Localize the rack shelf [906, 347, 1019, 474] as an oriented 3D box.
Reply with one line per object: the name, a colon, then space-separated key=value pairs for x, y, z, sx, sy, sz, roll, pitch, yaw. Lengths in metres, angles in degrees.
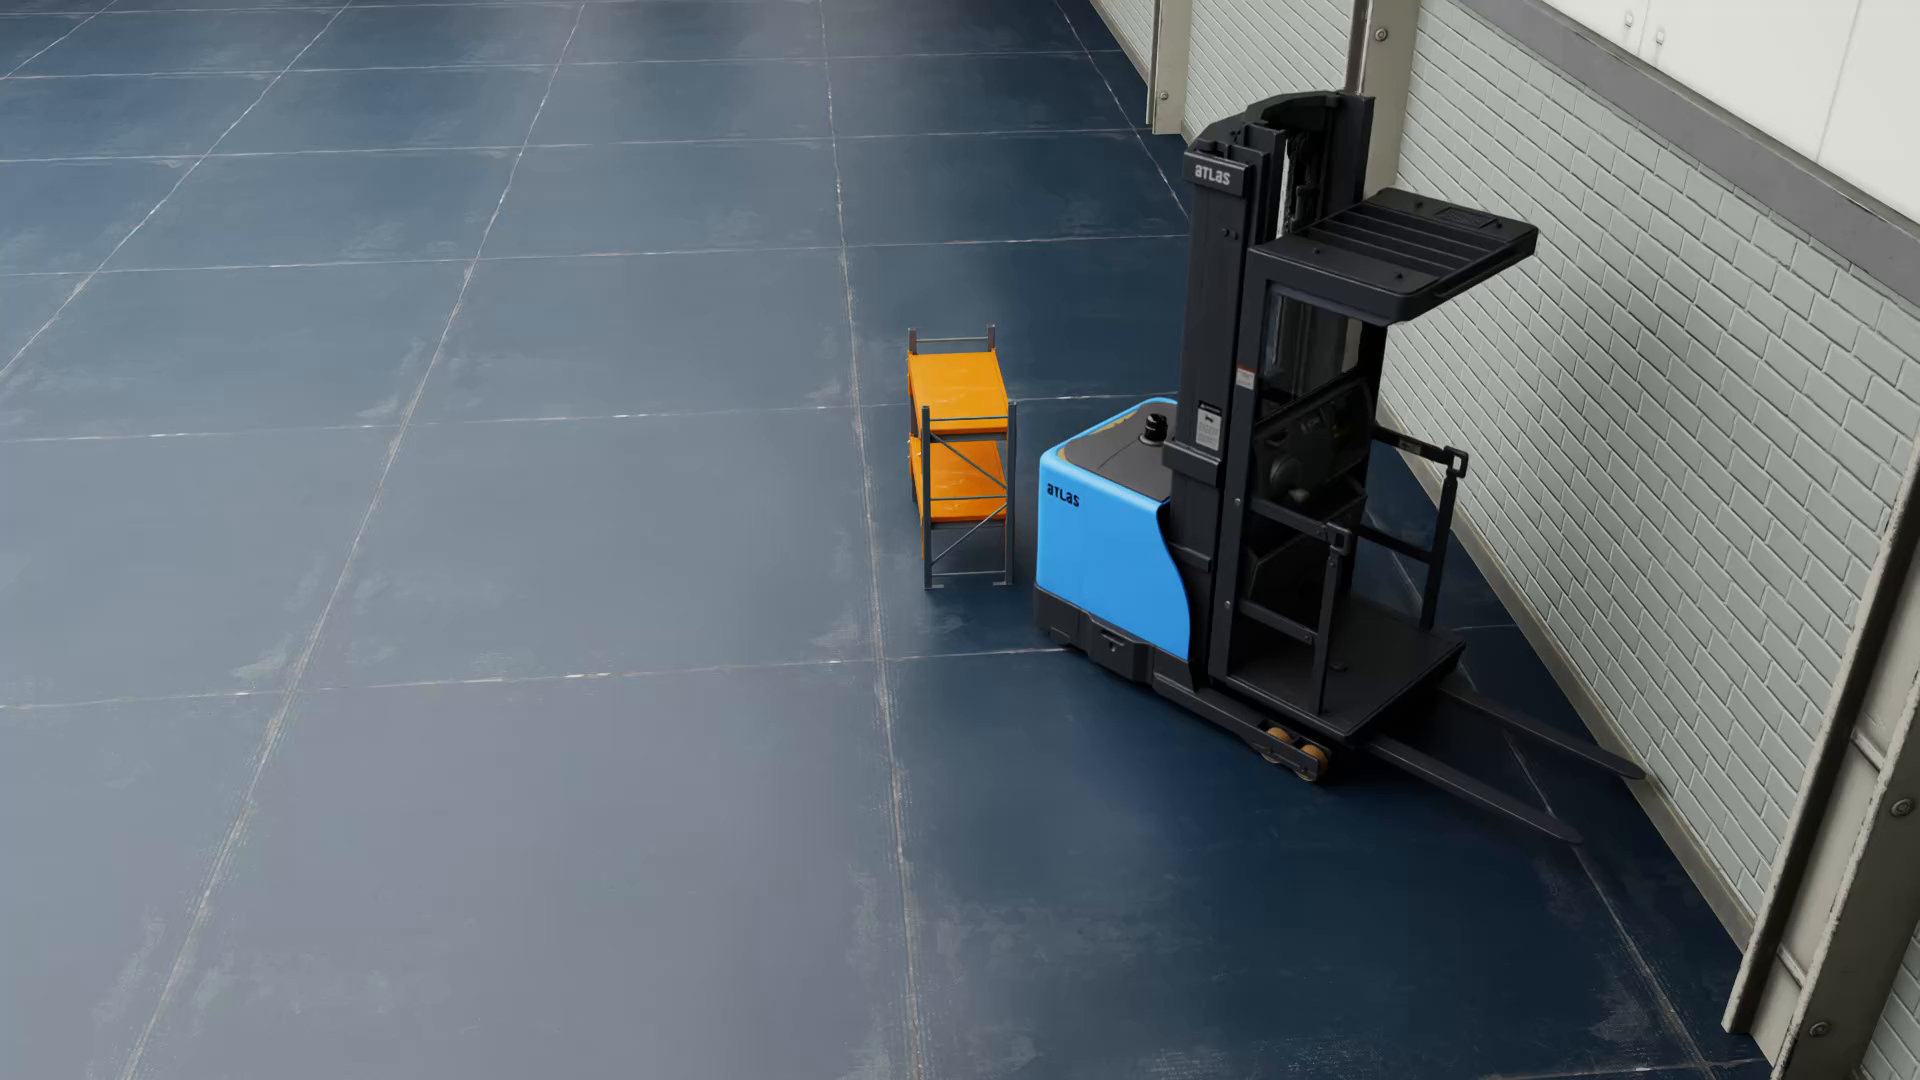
rack shelf: x=-0.001 y=-0.738 z=9.317 sx=0.538 sy=0.278 sz=1.000 roll=-3 pitch=31 yaw=-5

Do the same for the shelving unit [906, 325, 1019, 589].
shelving unit: x=-0.001 y=-0.486 z=9.467 sx=0.538 sy=1.125 sz=1.048 roll=-3 pitch=31 yaw=-5

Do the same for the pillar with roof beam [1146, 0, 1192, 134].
pillar with roof beam: x=-2.234 y=-7.787 z=14.011 sx=9.100 sy=9.000 sz=0.400 roll=-3 pitch=31 yaw=-5

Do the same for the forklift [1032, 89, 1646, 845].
forklift: x=1.795 y=-0.424 z=7.602 sx=3.031 sy=2.935 sz=1.130 roll=26 pitch=40 yaw=37

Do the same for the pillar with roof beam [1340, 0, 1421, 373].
pillar with roof beam: x=-1.673 y=-4.723 z=8.882 sx=9.100 sy=9.000 sz=0.400 roll=-3 pitch=31 yaw=-5

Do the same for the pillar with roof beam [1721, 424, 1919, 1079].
pillar with roof beam: x=-1.113 y=-1.660 z=3.754 sx=9.100 sy=9.000 sz=0.400 roll=-3 pitch=31 yaw=-5

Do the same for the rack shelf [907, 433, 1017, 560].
rack shelf: x=-0.001 y=-0.276 z=9.593 sx=0.538 sy=0.278 sz=1.000 roll=-3 pitch=31 yaw=-5

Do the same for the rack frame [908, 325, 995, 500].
rack frame: x=-0.048 y=-0.746 z=9.902 sx=0.500 sy=1.125 sz=0.032 roll=-3 pitch=31 yaw=-5

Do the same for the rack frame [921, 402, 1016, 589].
rack frame: x=0.047 y=-0.227 z=9.033 sx=0.500 sy=1.125 sz=0.032 roll=-3 pitch=31 yaw=-5
